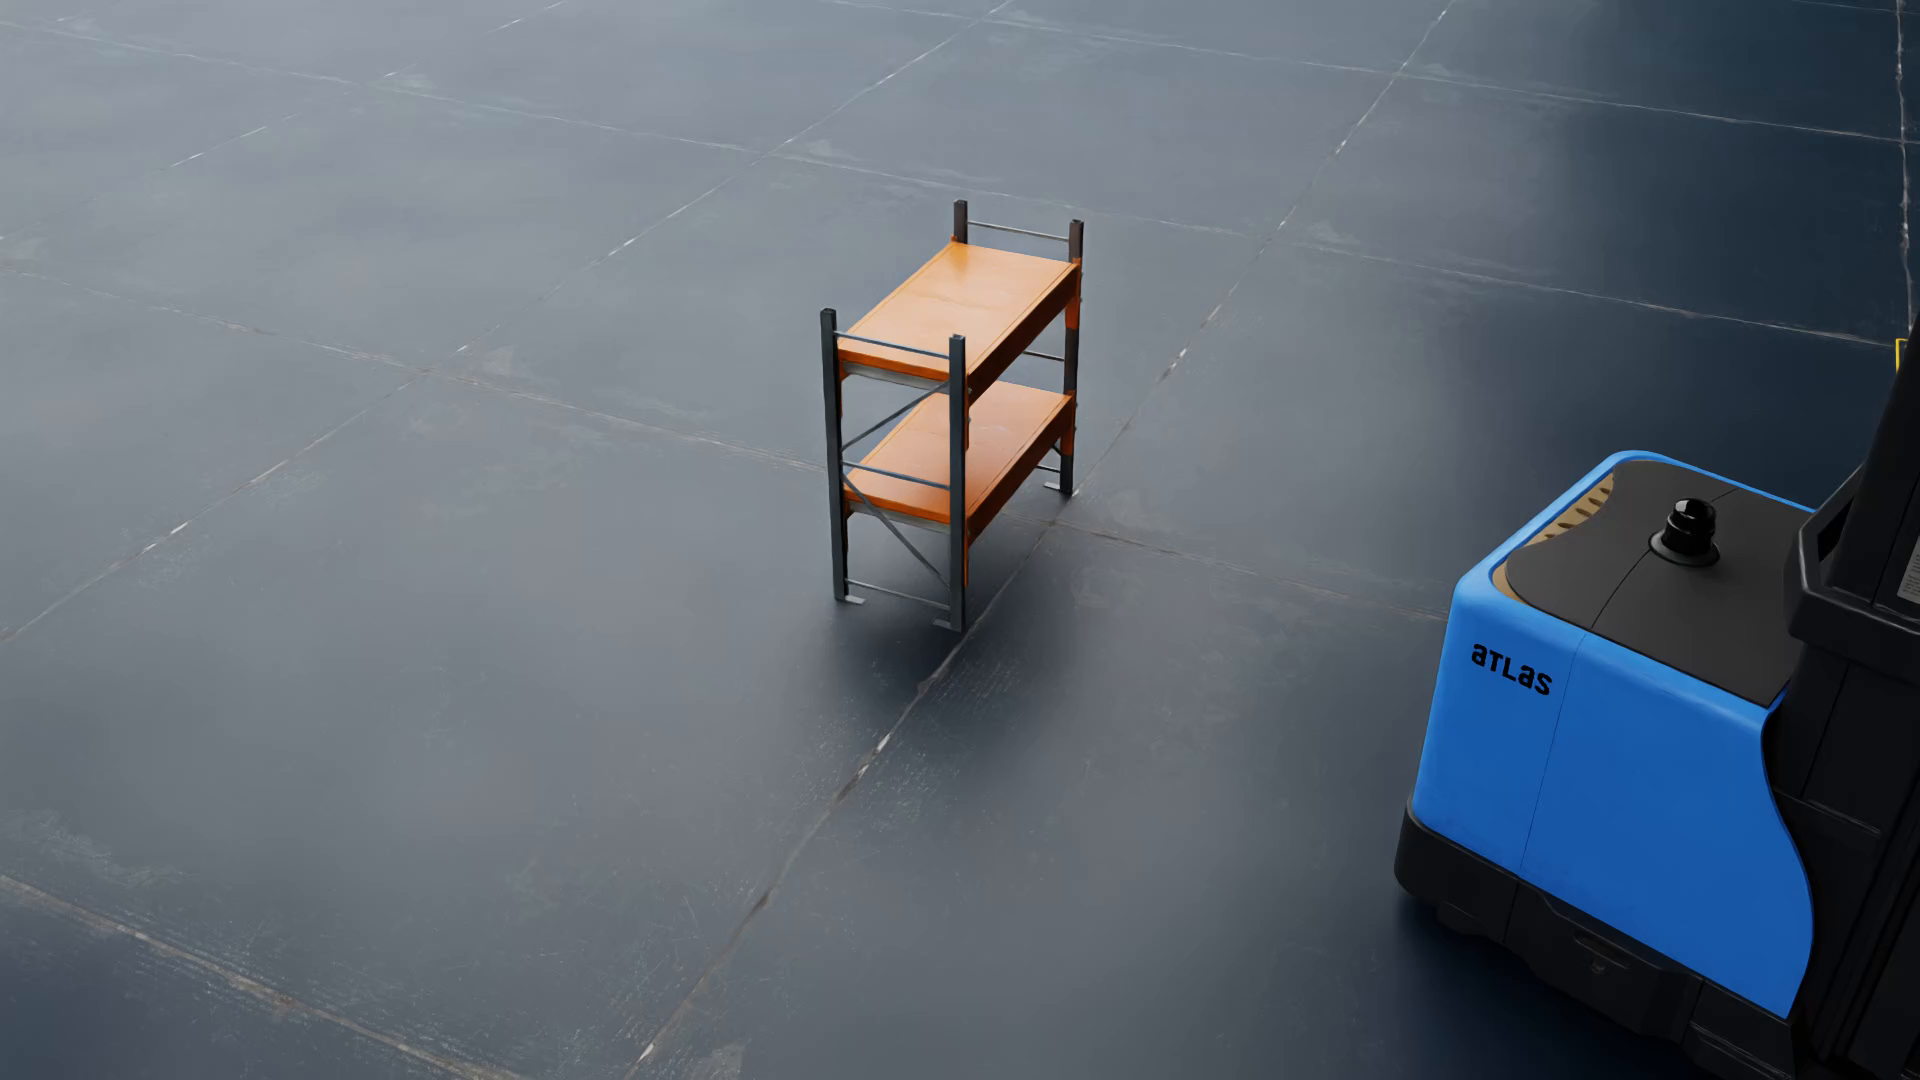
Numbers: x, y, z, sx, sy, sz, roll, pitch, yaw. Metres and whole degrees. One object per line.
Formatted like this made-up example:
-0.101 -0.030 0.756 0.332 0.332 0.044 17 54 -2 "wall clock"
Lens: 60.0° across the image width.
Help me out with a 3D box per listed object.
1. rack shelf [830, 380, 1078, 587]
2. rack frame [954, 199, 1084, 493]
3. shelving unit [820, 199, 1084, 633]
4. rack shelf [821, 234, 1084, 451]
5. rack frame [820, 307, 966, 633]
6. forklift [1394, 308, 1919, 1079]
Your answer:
-0.003 -0.263 6.070 0.538 0.278 1.000 14 36 20 "rack shelf"
0.210 -0.720 6.323 0.500 1.125 0.032 14 36 20 "rack frame"
-0.003 -0.467 5.936 0.538 1.125 1.048 14 36 20 "shelving unit"
-0.003 -0.712 5.776 0.538 0.278 1.000 14 36 20 "rack shelf"
-0.216 -0.214 5.550 0.500 1.125 0.032 14 36 20 "rack frame"
2.641 0.141 3.363 3.031 2.935 1.130 27 42 35 "forklift"
